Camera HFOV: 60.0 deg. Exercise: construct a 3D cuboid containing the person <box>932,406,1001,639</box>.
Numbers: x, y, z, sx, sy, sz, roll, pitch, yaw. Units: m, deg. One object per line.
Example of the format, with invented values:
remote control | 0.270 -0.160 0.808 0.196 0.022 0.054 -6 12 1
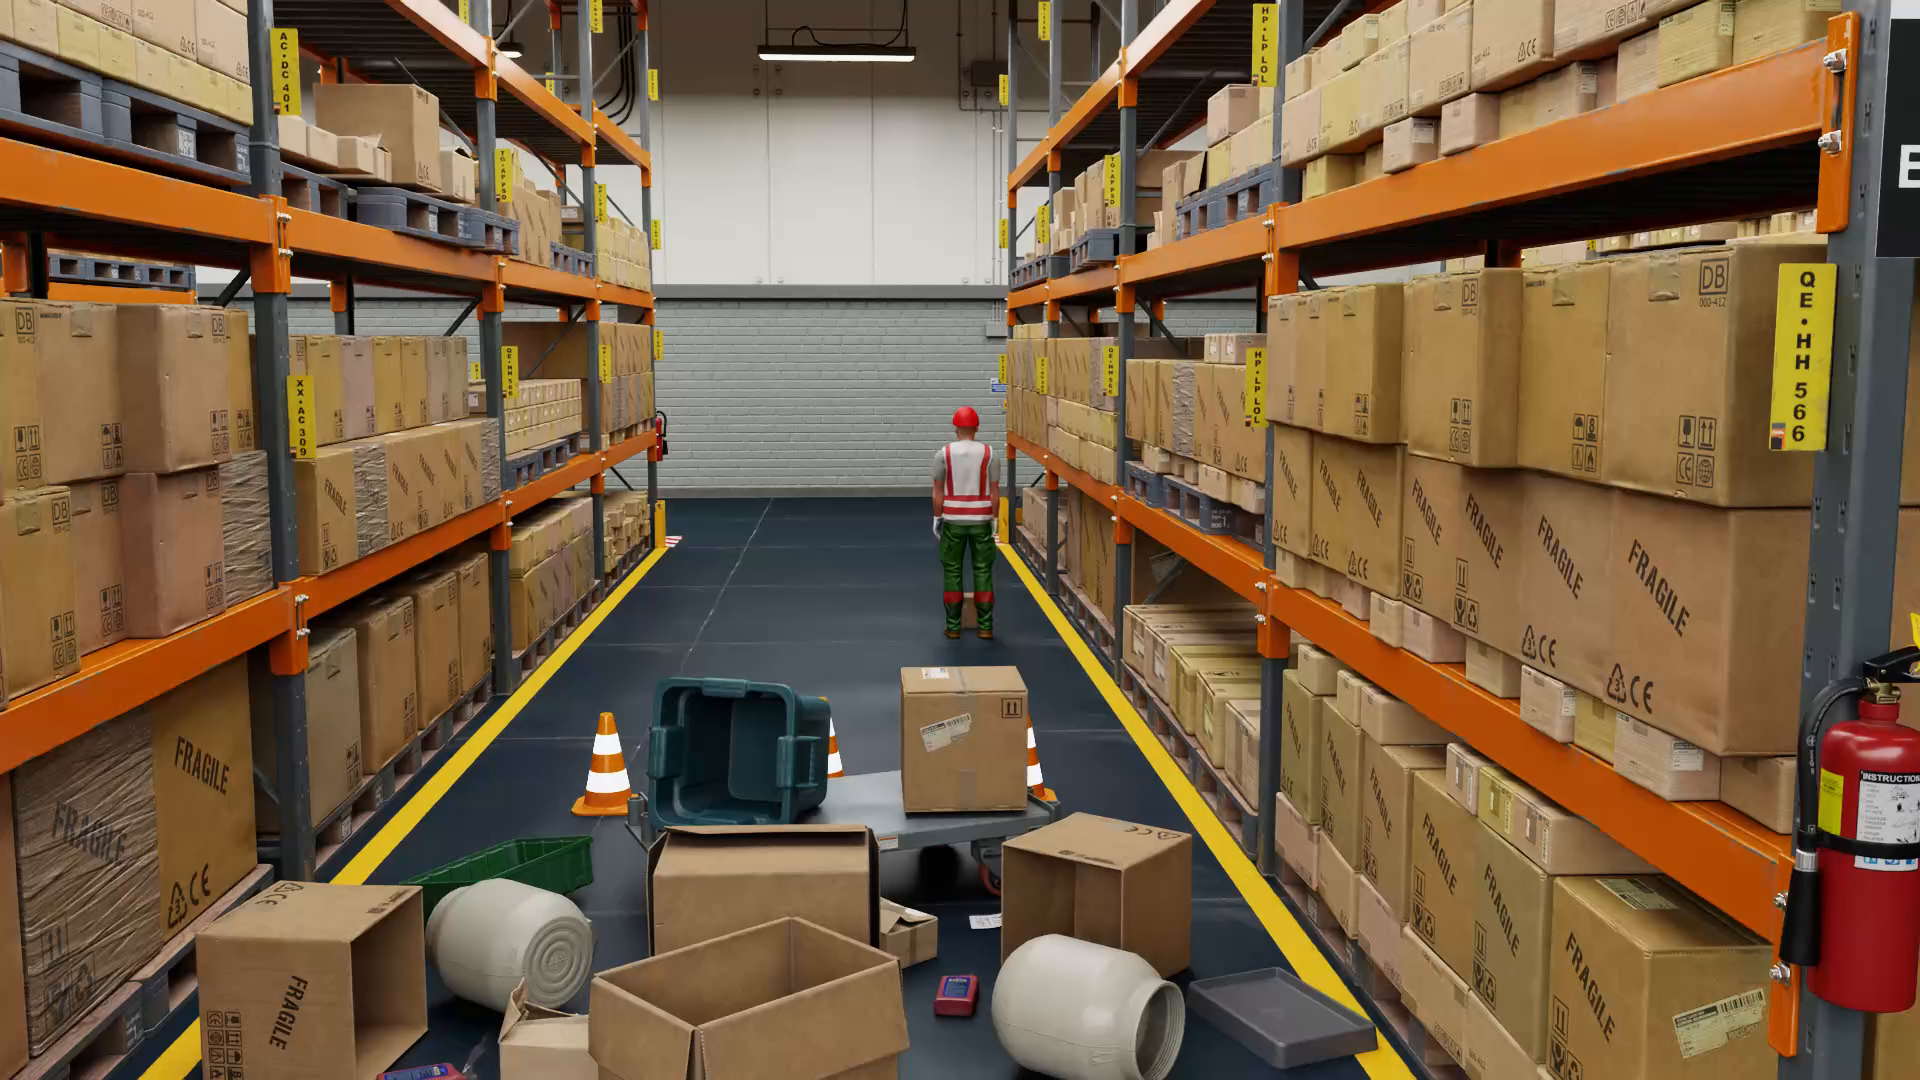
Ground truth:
person | 0.048 -0.132 12.811 0.524 1.797 0.342 0 7 -2
